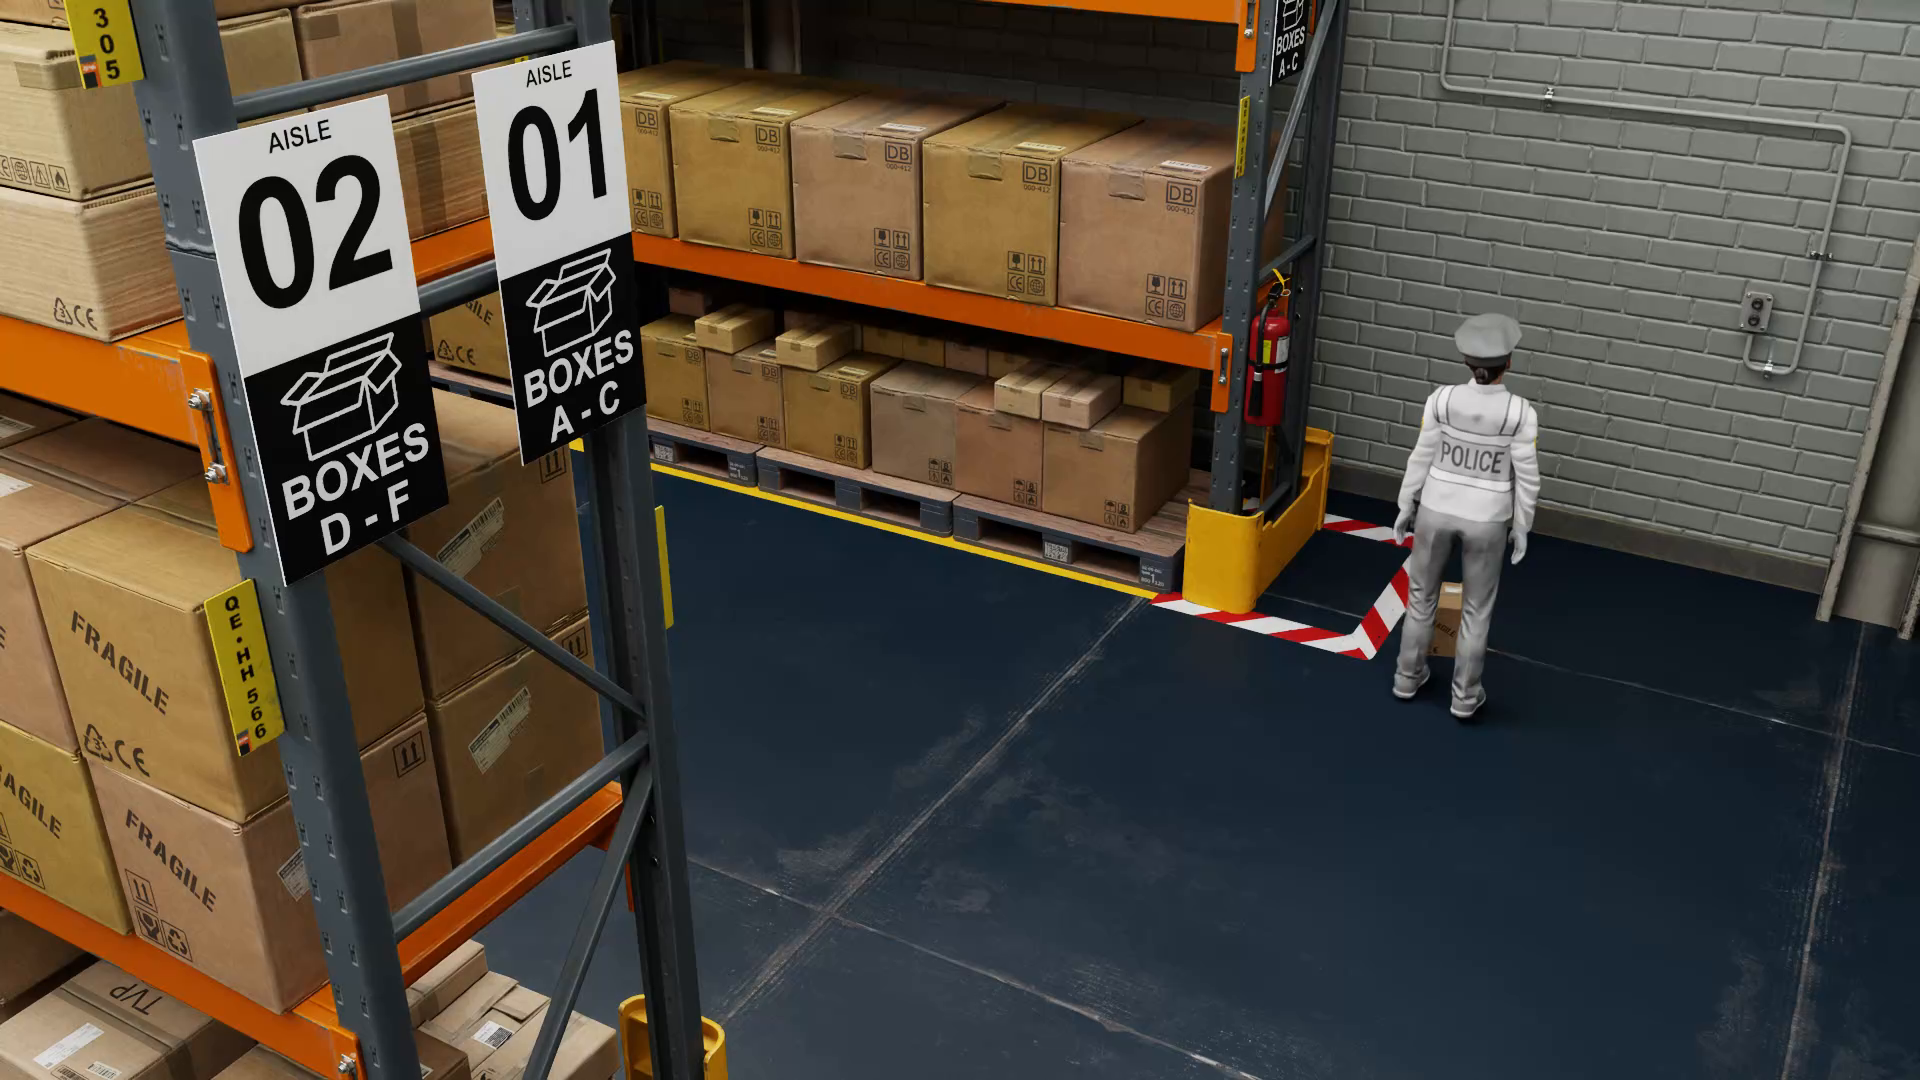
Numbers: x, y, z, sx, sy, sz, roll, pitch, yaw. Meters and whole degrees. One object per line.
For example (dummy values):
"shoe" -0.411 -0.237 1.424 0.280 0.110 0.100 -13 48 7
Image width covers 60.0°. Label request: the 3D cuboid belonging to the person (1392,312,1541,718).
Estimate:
"person" 2.036 -0.089 6.716 0.534 1.695 0.355 10 28 19
